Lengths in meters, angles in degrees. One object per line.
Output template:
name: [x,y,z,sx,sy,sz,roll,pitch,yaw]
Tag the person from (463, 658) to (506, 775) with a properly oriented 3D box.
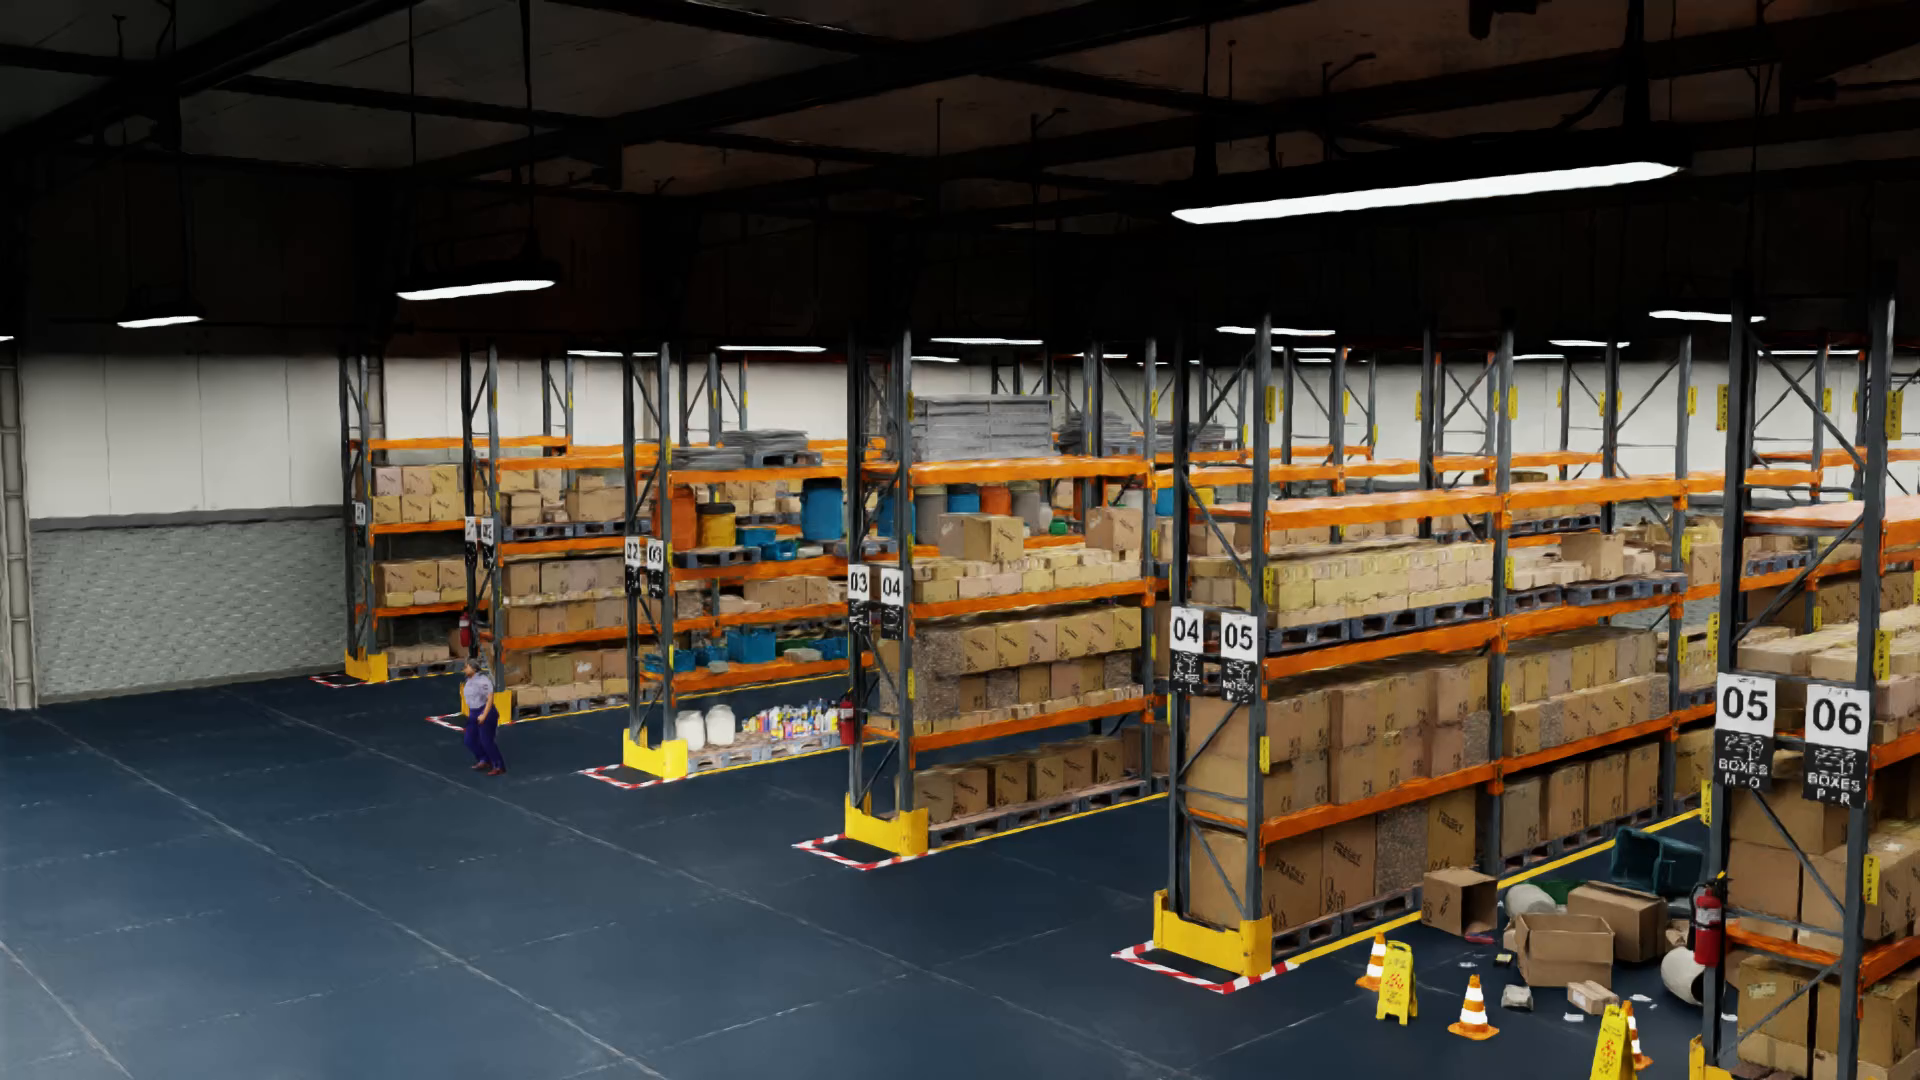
person: [-6.459,2.366,22.479,0.510,1.596,0.625,-5,7,-43]
